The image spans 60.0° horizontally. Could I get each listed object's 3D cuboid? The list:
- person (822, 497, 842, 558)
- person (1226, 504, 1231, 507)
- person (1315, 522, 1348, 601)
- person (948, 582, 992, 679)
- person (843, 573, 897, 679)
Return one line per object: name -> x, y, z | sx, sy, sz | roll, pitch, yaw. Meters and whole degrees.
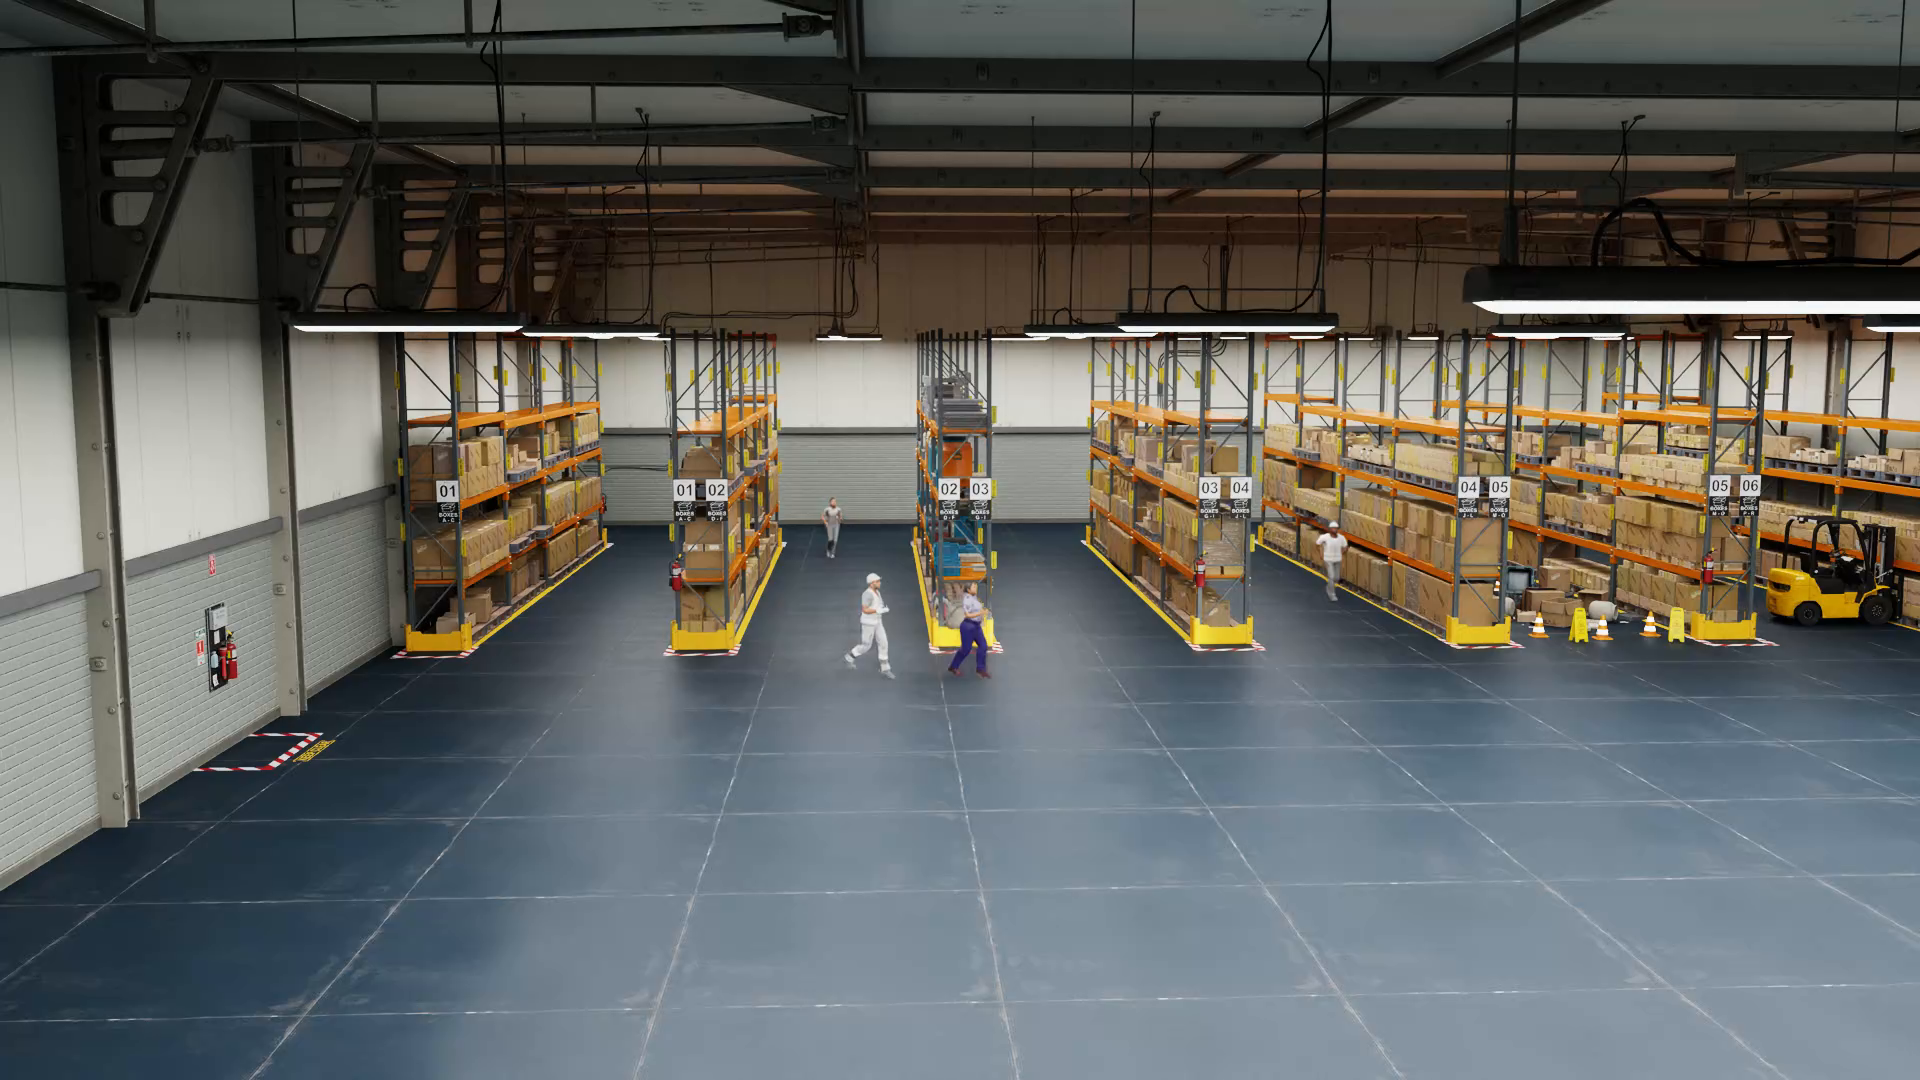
person -> -3.385, -0.322, 44.334 | 0.537, 1.627, 0.588 | -2, 7, -17
person -> 7.520, -0.620, 46.834 | 0.582, 1.701, 0.733 | 1, 7, 12
person -> 8.346, 0.462, 37.219 | 0.722, 1.757, 0.835 | -1, 7, -8
person -> 0.165, 1.559, 28.480 | 0.735, 1.687, 0.588 | 2, 7, 19
person -> -1.557, 1.474, 28.630 | 0.985, 1.820, 0.661 | 3, 7, 22
